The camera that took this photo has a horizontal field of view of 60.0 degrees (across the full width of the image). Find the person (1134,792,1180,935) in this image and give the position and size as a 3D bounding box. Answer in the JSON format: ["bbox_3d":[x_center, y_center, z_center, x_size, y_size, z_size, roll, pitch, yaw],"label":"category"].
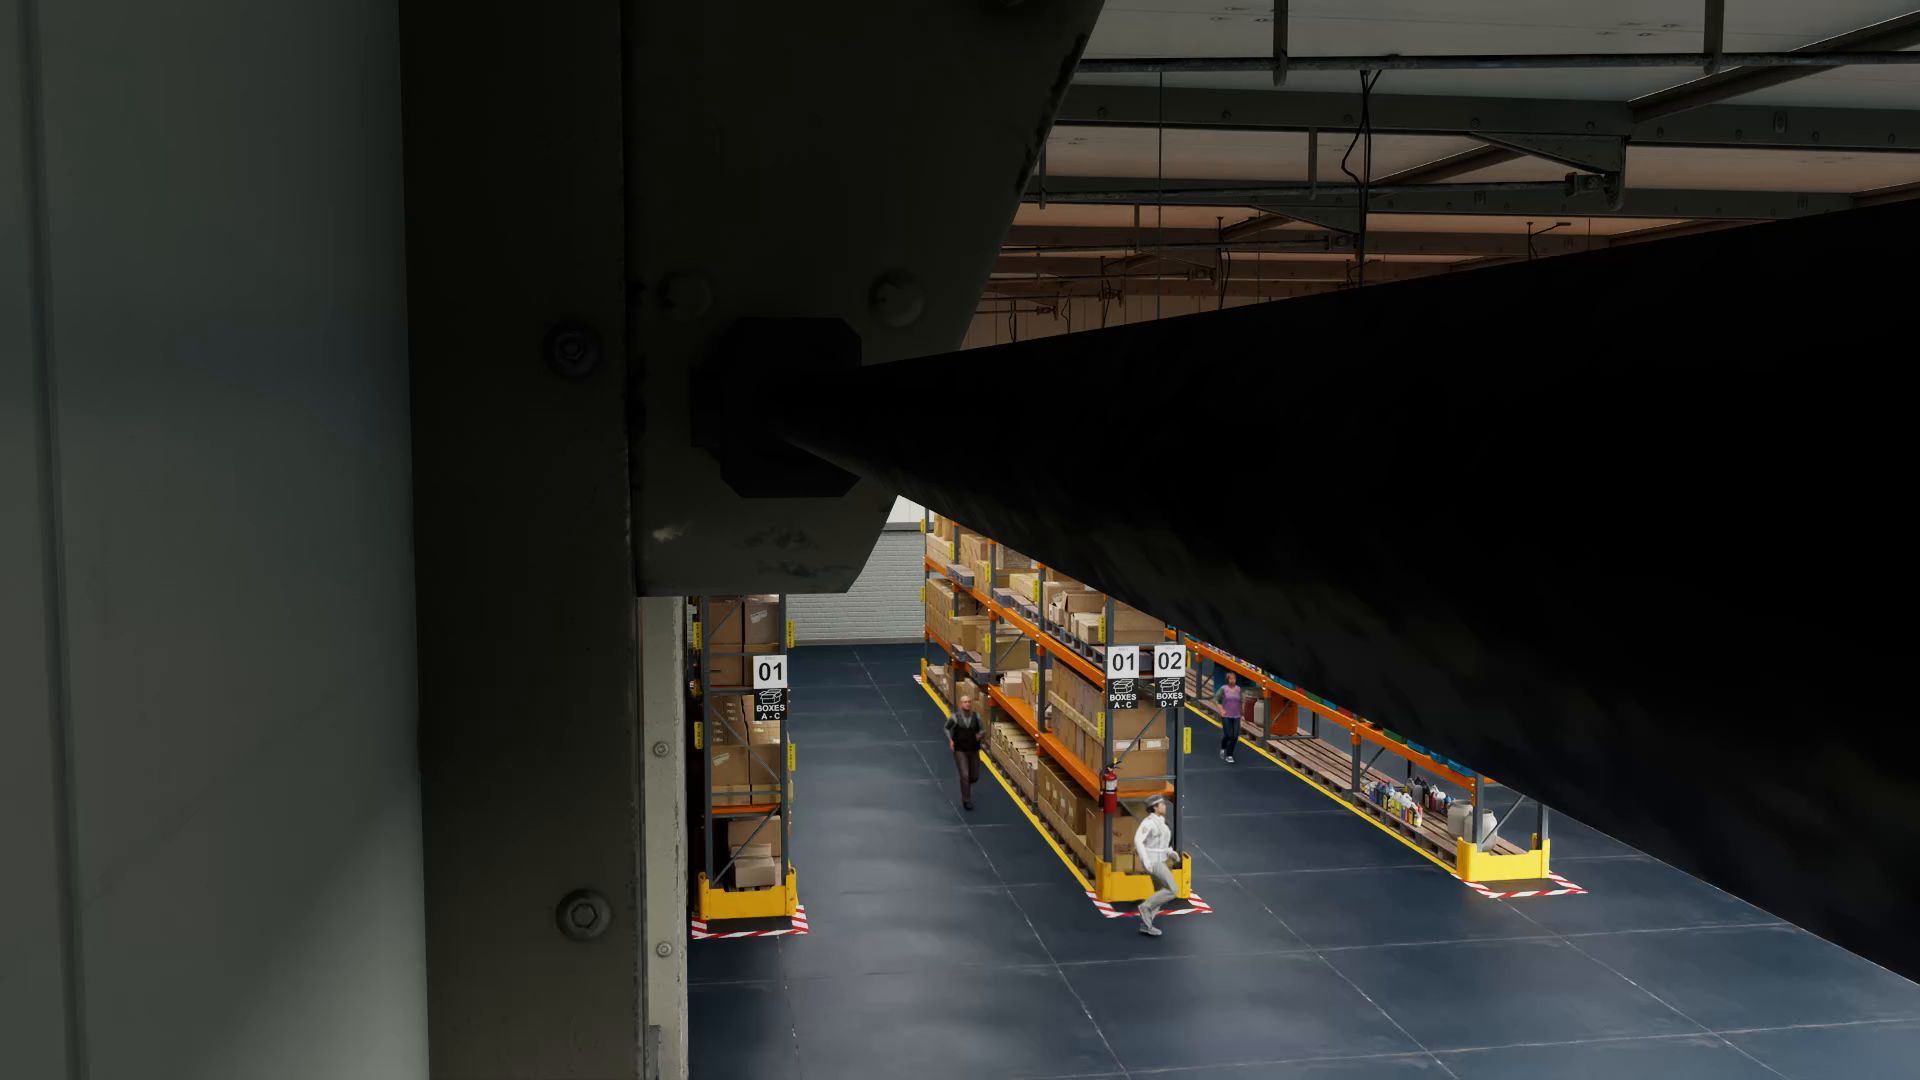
[{"bbox_3d":[2.355,3.794,19.592,0.501,1.639,0.619,2,5,20],"label":"person"}]

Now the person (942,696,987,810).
[{"bbox_3d":[0.085,3.239,25.531,0.670,1.695,0.859,-1,5,-15],"label":"person"}]

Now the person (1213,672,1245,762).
[{"bbox_3d":[4.642,3.053,28.445,0.531,1.542,0.506,-1,5,-9],"label":"person"}]
